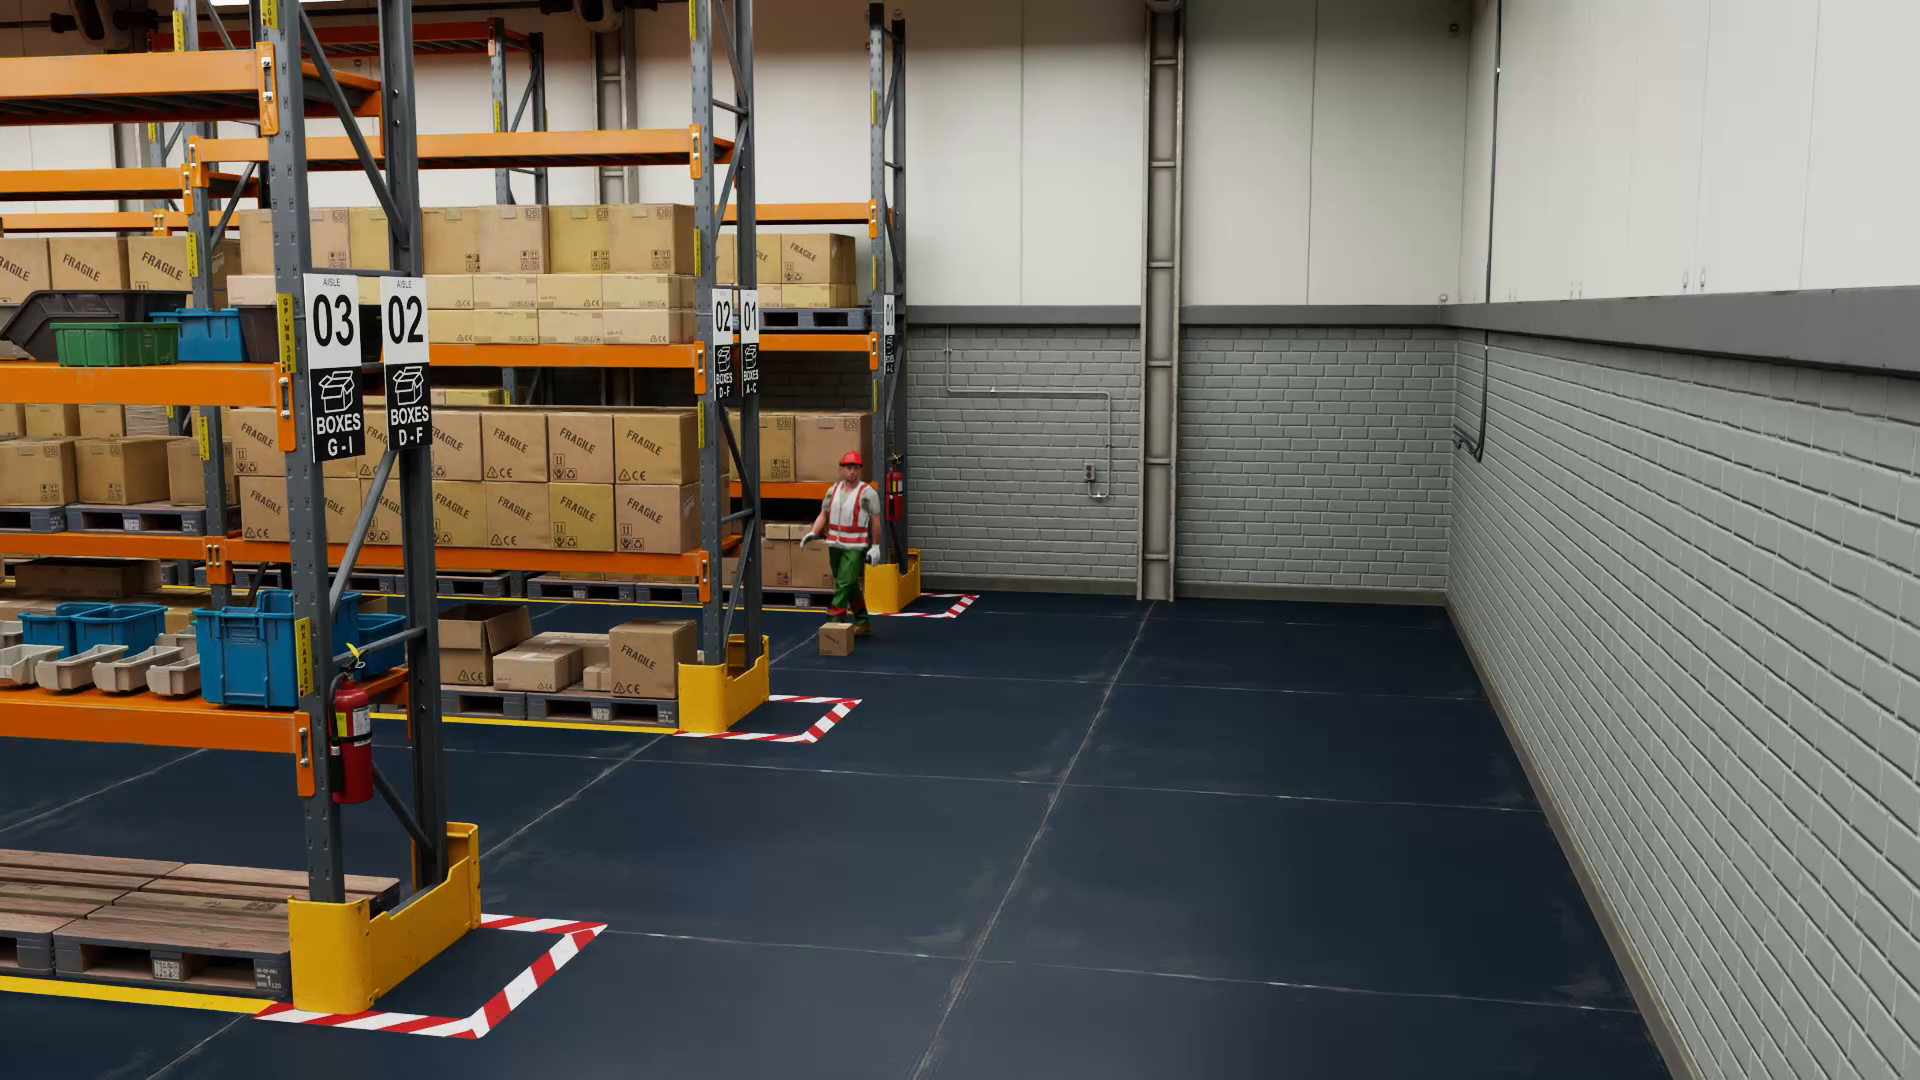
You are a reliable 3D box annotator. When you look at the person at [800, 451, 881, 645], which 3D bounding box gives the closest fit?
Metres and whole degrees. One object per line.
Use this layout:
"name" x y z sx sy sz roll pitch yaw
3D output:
"person" -1.101 0.069 15.214 0.585 1.745 0.939 5 9 31
